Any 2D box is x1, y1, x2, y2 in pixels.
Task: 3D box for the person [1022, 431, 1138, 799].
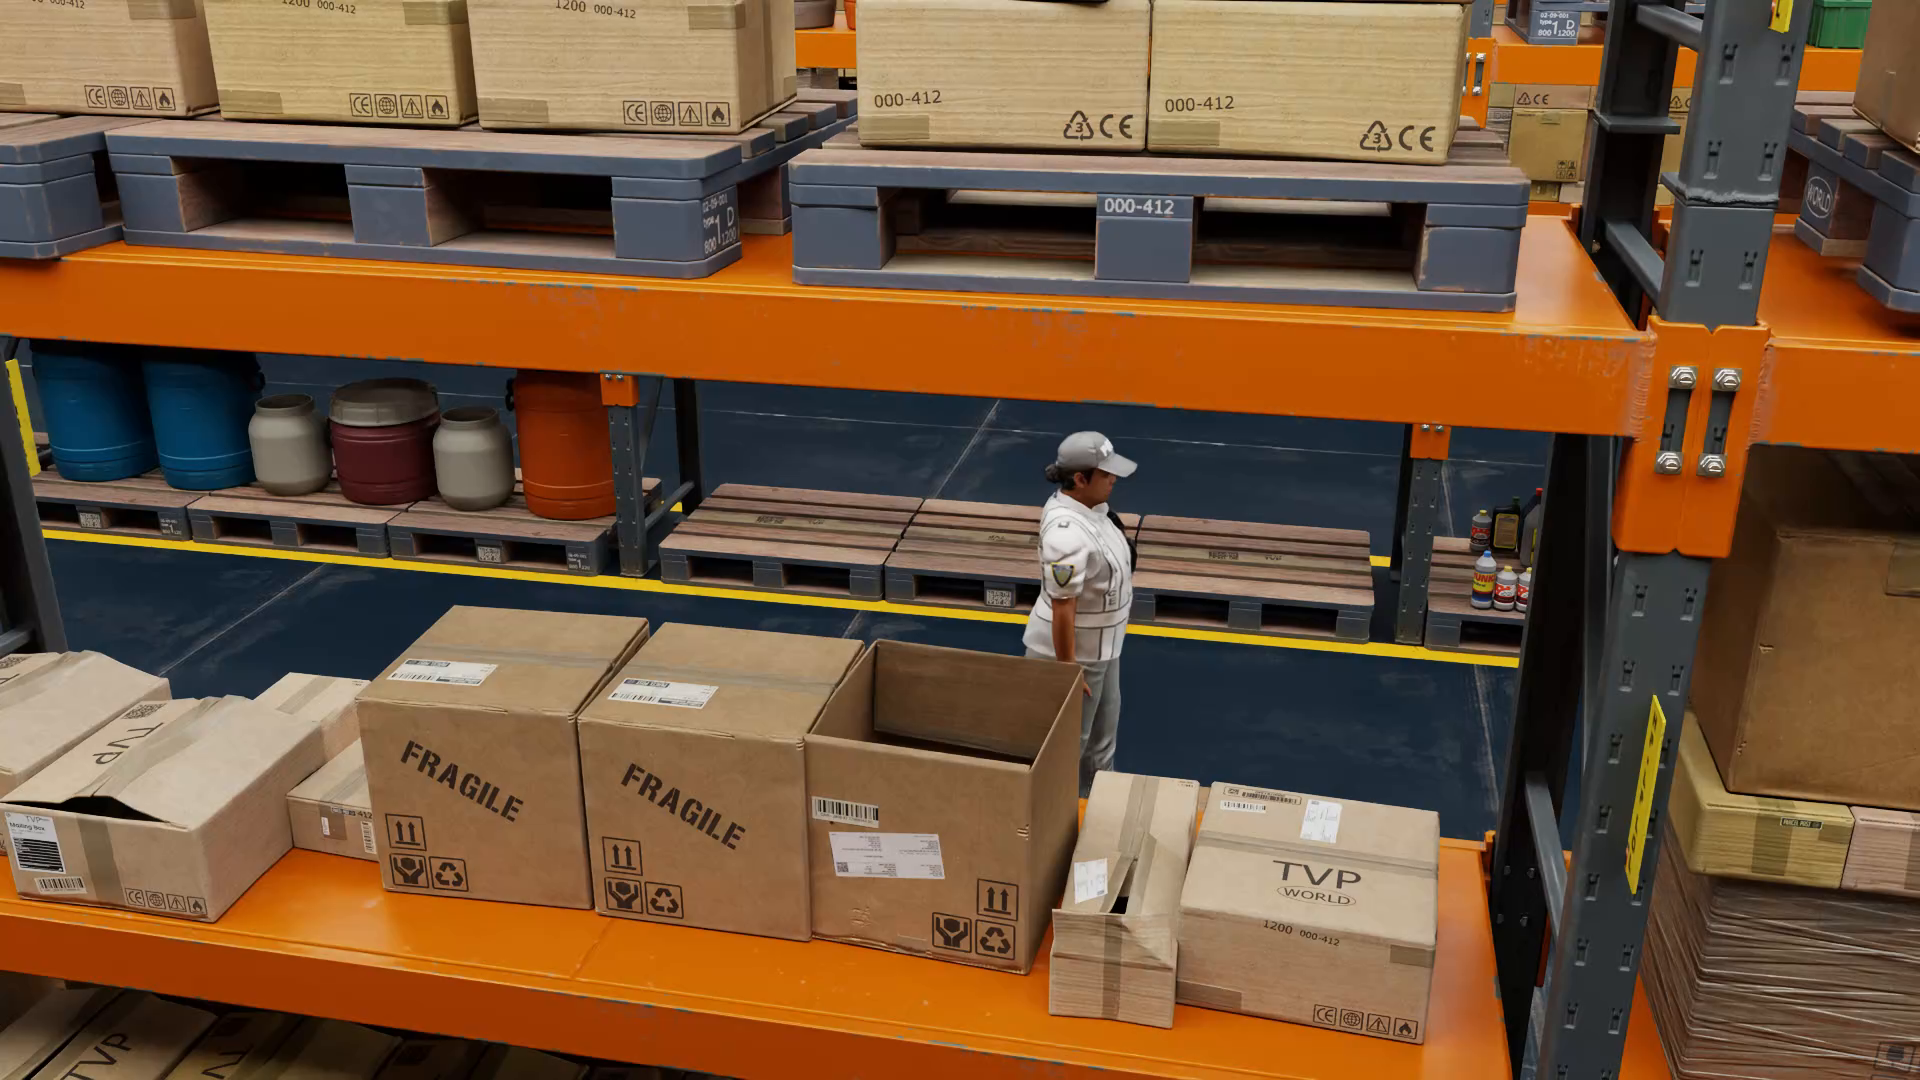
[{"bbox_3d":[0.485,0.405,6.060,0.485,1.666,0.488,5,22,11],"label":"person"}]
